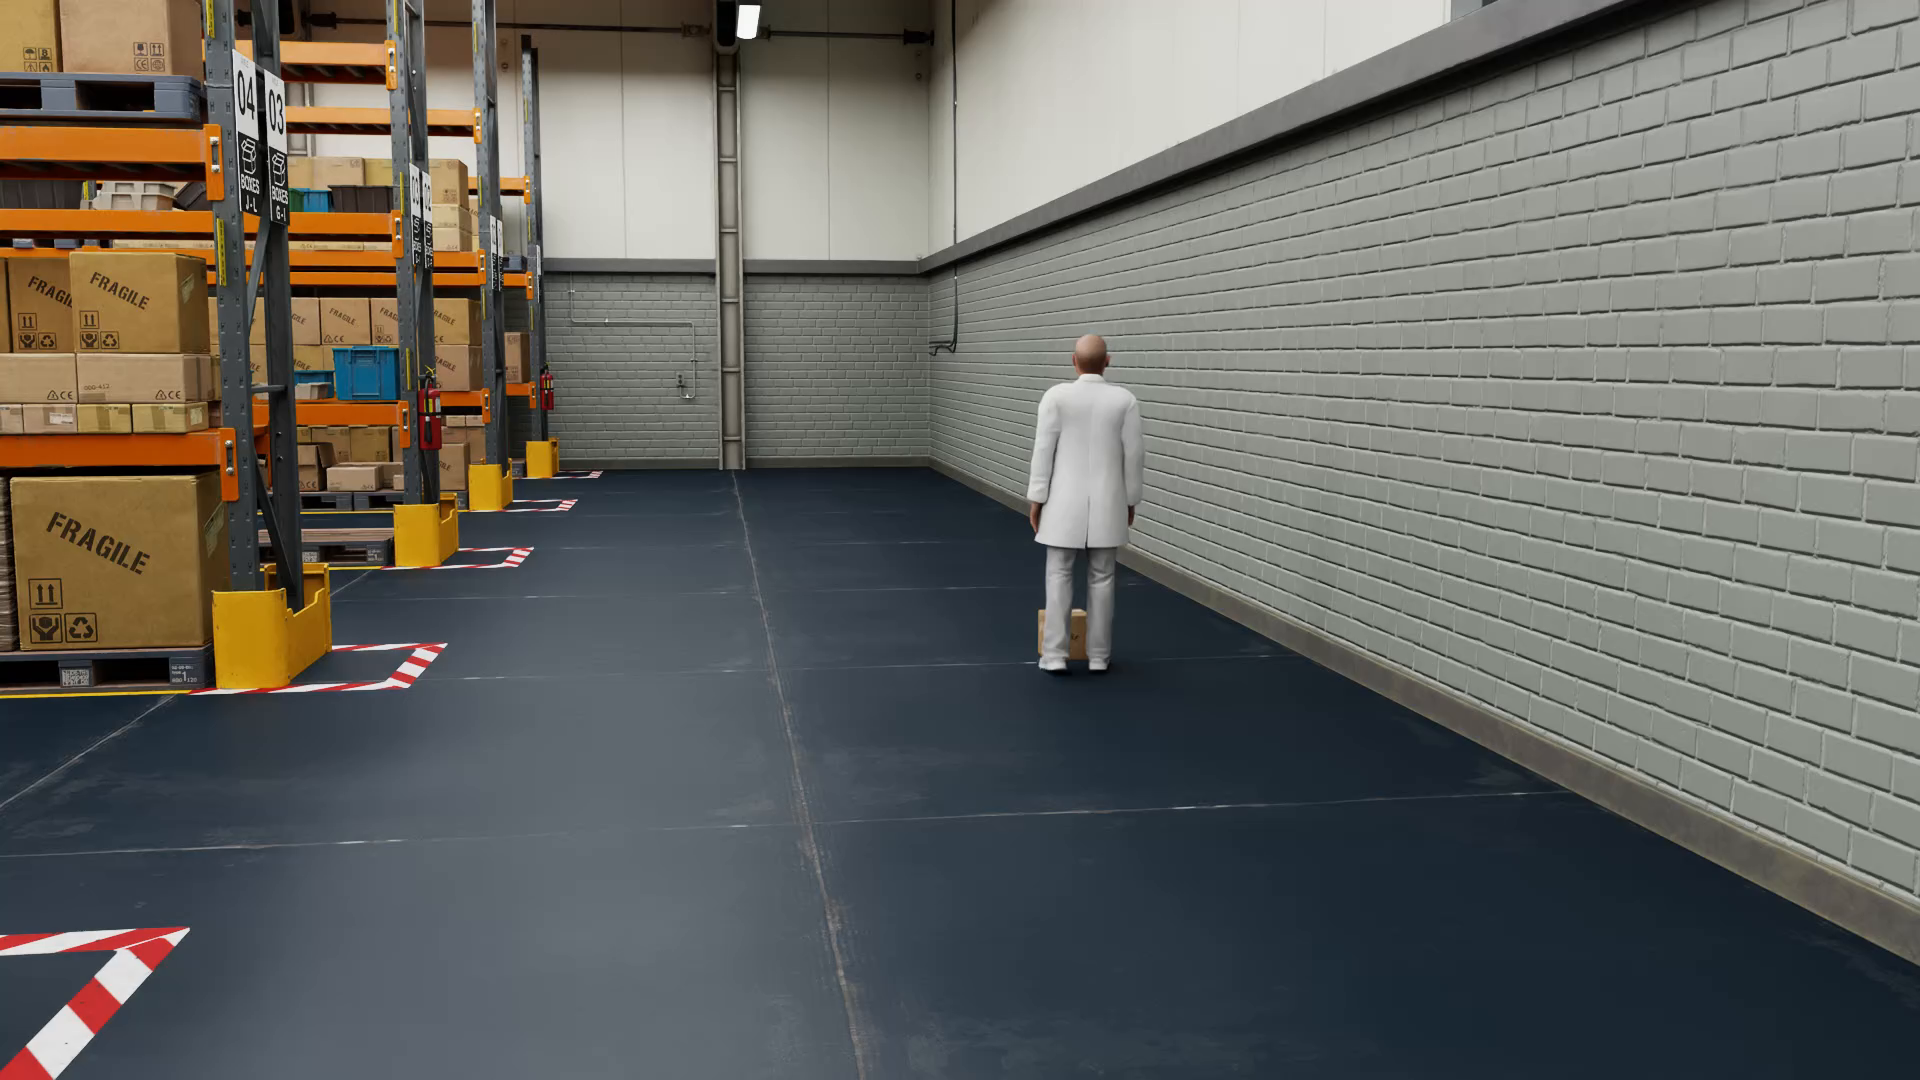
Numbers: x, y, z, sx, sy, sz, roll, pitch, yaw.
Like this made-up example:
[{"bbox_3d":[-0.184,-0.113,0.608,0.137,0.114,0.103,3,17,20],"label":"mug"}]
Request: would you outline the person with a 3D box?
[{"bbox_3d":[0.657,-0.188,8.850,0.618,1.802,0.470,0,6,-3],"label":"person"}]
